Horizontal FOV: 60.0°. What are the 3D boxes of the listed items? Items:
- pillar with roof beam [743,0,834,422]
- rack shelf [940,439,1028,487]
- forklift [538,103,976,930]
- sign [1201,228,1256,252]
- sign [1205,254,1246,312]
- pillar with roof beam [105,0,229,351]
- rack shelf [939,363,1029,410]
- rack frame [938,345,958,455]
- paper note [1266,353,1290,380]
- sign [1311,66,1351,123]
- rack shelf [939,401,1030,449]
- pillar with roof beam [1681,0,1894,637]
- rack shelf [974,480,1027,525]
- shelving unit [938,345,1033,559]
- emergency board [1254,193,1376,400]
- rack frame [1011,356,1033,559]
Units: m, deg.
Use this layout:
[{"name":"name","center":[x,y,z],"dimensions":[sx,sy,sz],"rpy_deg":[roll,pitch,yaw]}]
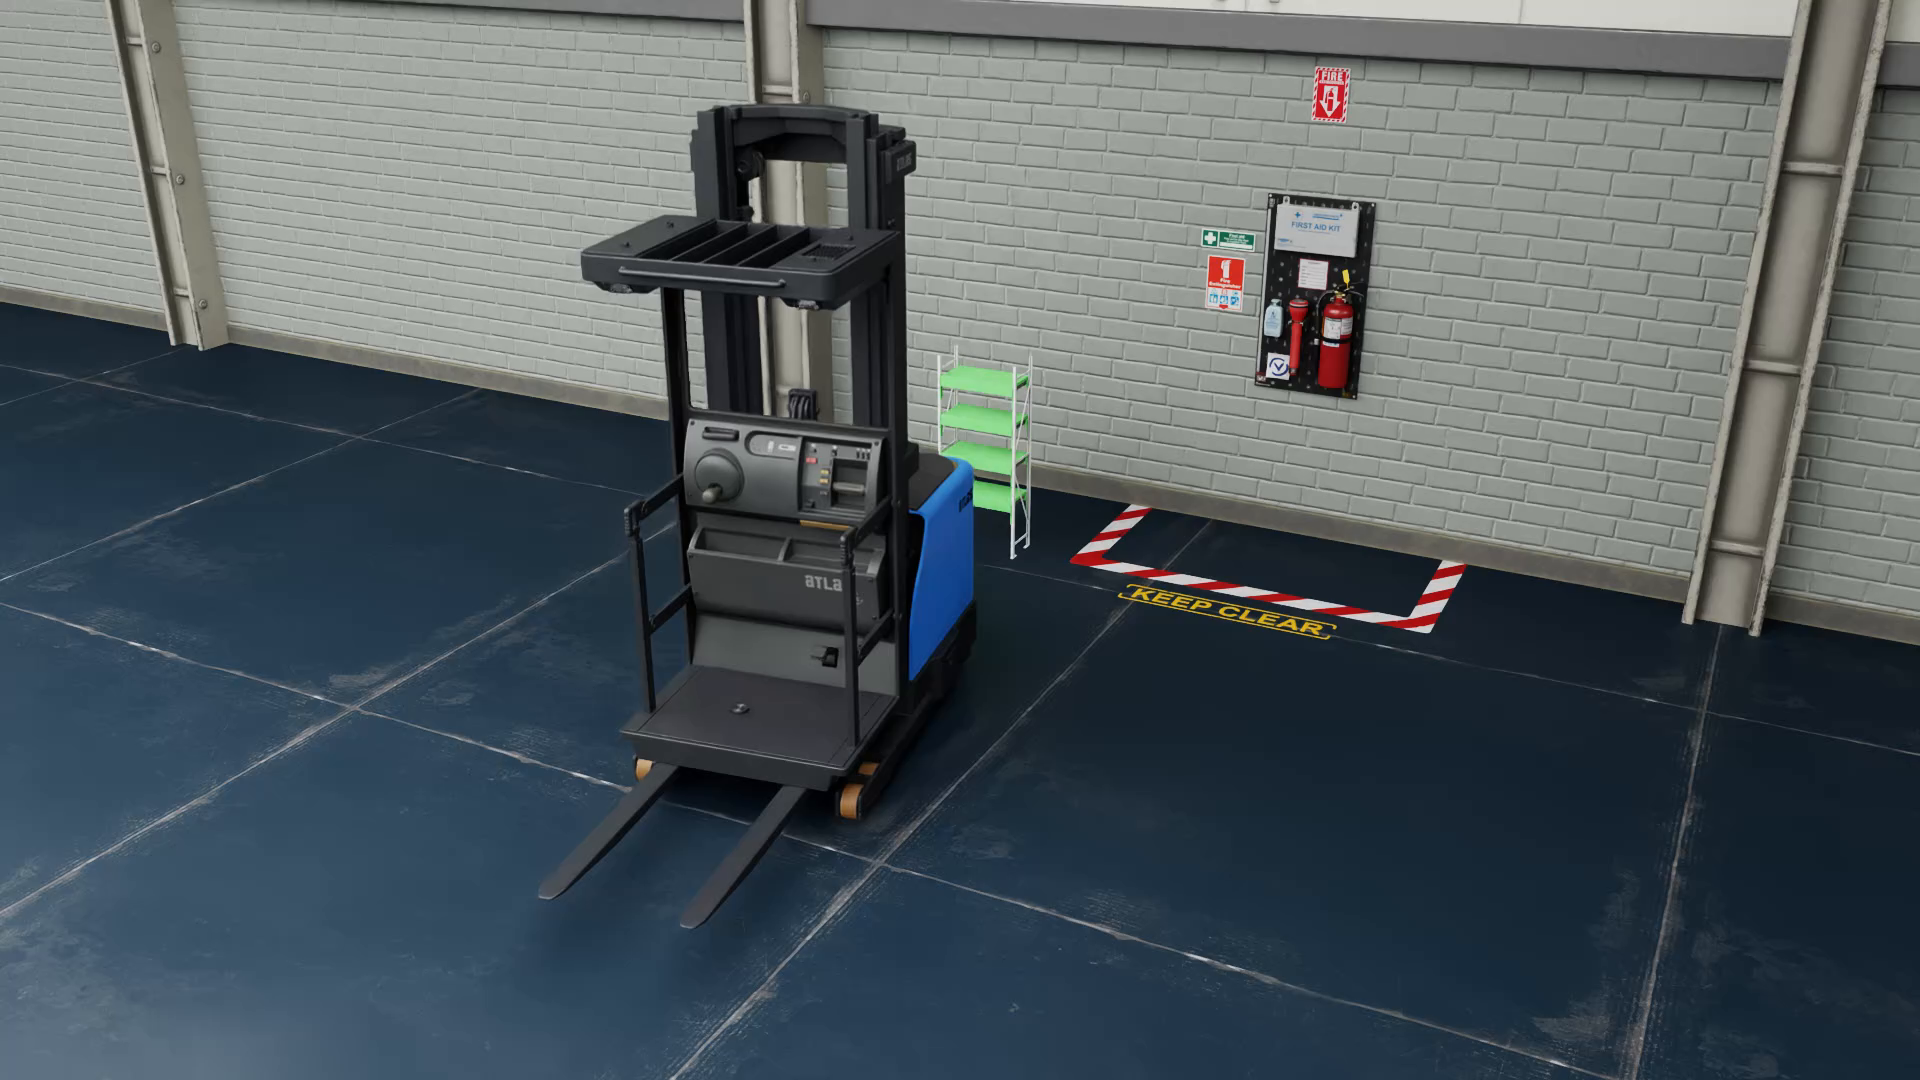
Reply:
[{"name":"pillar with roof beam","center":[-3.068,-3.261,6.419],"dimensions":[0.400,9.000,9.100],"rpy_deg":[11,25,25]},{"name":"rack shelf","center":[0.148,-0.464,9.971],"dimensions":[0.480,0.148,0.258],"rpy_deg":[11,25,25]},{"name":"forklift","center":[-0.853,-0.287,7.180],"dimensions":[1.130,2.935,3.031],"rpy_deg":[7,24,16]},{"name":"sign","center":[1.594,-1.784,9.889],"dimensions":[0.331,0.109,0.001],"rpy_deg":[11,25,25]},{"name":"sign","center":[1.594,-1.544,10.002],"dimensions":[0.234,0.329,0.001],"rpy_deg":[11,25,25]},{"name":"pillar with roof beam","center":[-8.422,-4.320,8.910],"dimensions":[0.400,9.000,9.100],"rpy_deg":[11,25,25]},{"name":"rack shelf","center":[0.148,-0.906,9.784],"dimensions":[0.480,0.148,0.258],"rpy_deg":[11,25,25]},{"name":"rack frame","center":[-0.070,-0.566,10.048],"dimensions":[0.015,1.200,0.240],"rpy_deg":[11,25,25]},{"name":"paper note","center":[1.914,-1.044,9.997],"dimensions":[0.142,0.148,0.016],"rpy_deg":[11,25,25]},{"name":"sign","center":[2.079,-2.497,9.326],"dimensions":[0.199,0.298,0.001],"rpy_deg":[11,25,25]},{"name":"rack shelf","center":[0.148,-0.685,9.878],"dimensions":[0.480,0.148,0.258],"rpy_deg":[11,25,25]},{"name":"pillar with roof beam","center":[2.287,-2.201,3.927],"dimensions":[0.400,9.000,9.100],"rpy_deg":[11,25,25]},{"name":"rack shelf","center":[0.148,-0.243,10.065],"dimensions":[0.480,0.148,0.258],"rpy_deg":[11,25,25]},{"name":"shelving unit","center":[0.148,-0.523,9.946],"dimensions":[0.503,1.200,0.258],"rpy_deg":[11,25,25]},{"name":"emergency board","center":[2.041,-1.394,9.694],"dimensions":[0.643,1.169,0.194],"rpy_deg":[11,25,25]},{"name":"rack frame","center":[0.365,-0.480,9.845],"dimensions":[0.015,1.200,0.240],"rpy_deg":[11,25,25]}]
